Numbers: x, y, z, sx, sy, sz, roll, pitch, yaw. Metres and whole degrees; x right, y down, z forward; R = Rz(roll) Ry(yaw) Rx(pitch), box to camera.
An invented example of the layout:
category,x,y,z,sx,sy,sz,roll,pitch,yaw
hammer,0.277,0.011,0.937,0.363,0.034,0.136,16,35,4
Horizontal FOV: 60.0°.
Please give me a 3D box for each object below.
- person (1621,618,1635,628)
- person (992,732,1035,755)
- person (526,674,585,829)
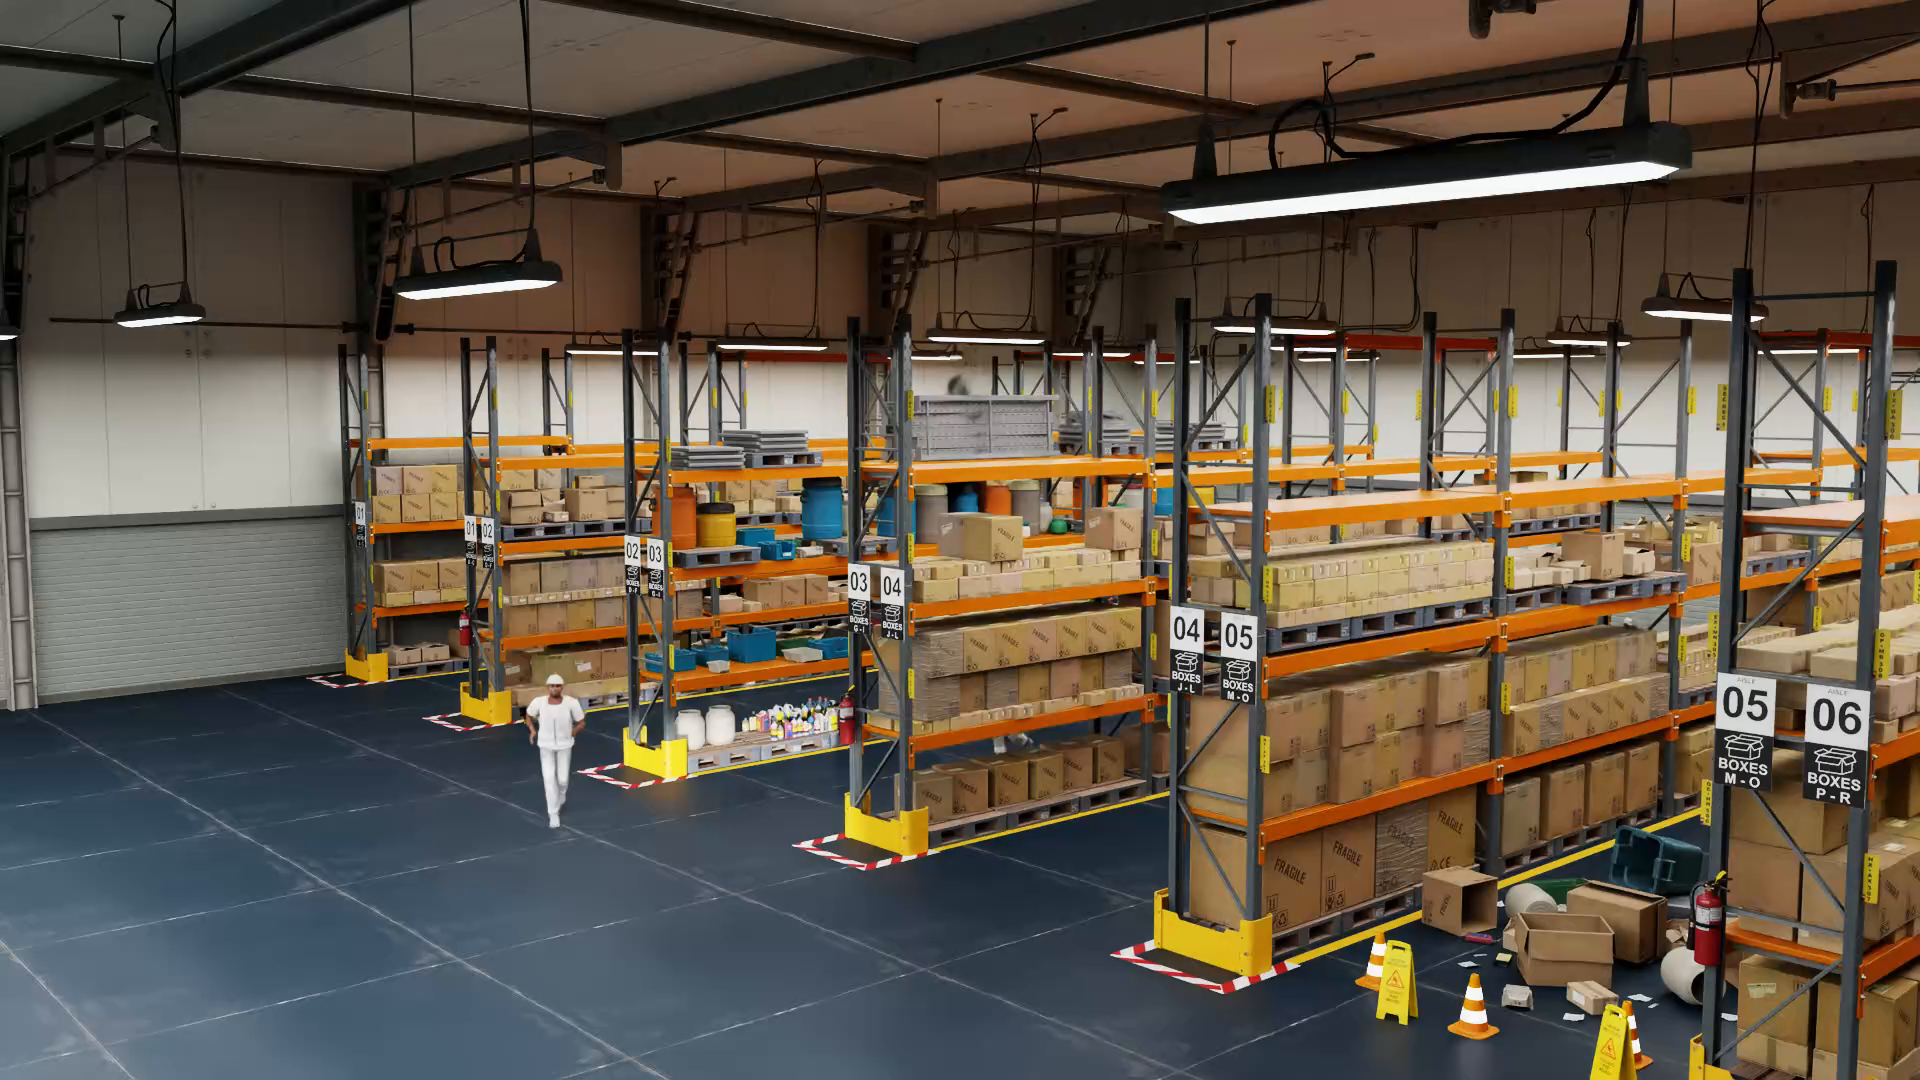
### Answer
category,x,y,z,sx,sy,sz,roll,pitch,yaw
person,10.286,2.053,25.646,0.582,1.710,0.673,5,7,44
person,0.688,2.266,22.660,0.663,1.748,0.780,4,7,39
person,-4.862,2.490,20.018,0.699,1.773,0.971,-1,5,-14
